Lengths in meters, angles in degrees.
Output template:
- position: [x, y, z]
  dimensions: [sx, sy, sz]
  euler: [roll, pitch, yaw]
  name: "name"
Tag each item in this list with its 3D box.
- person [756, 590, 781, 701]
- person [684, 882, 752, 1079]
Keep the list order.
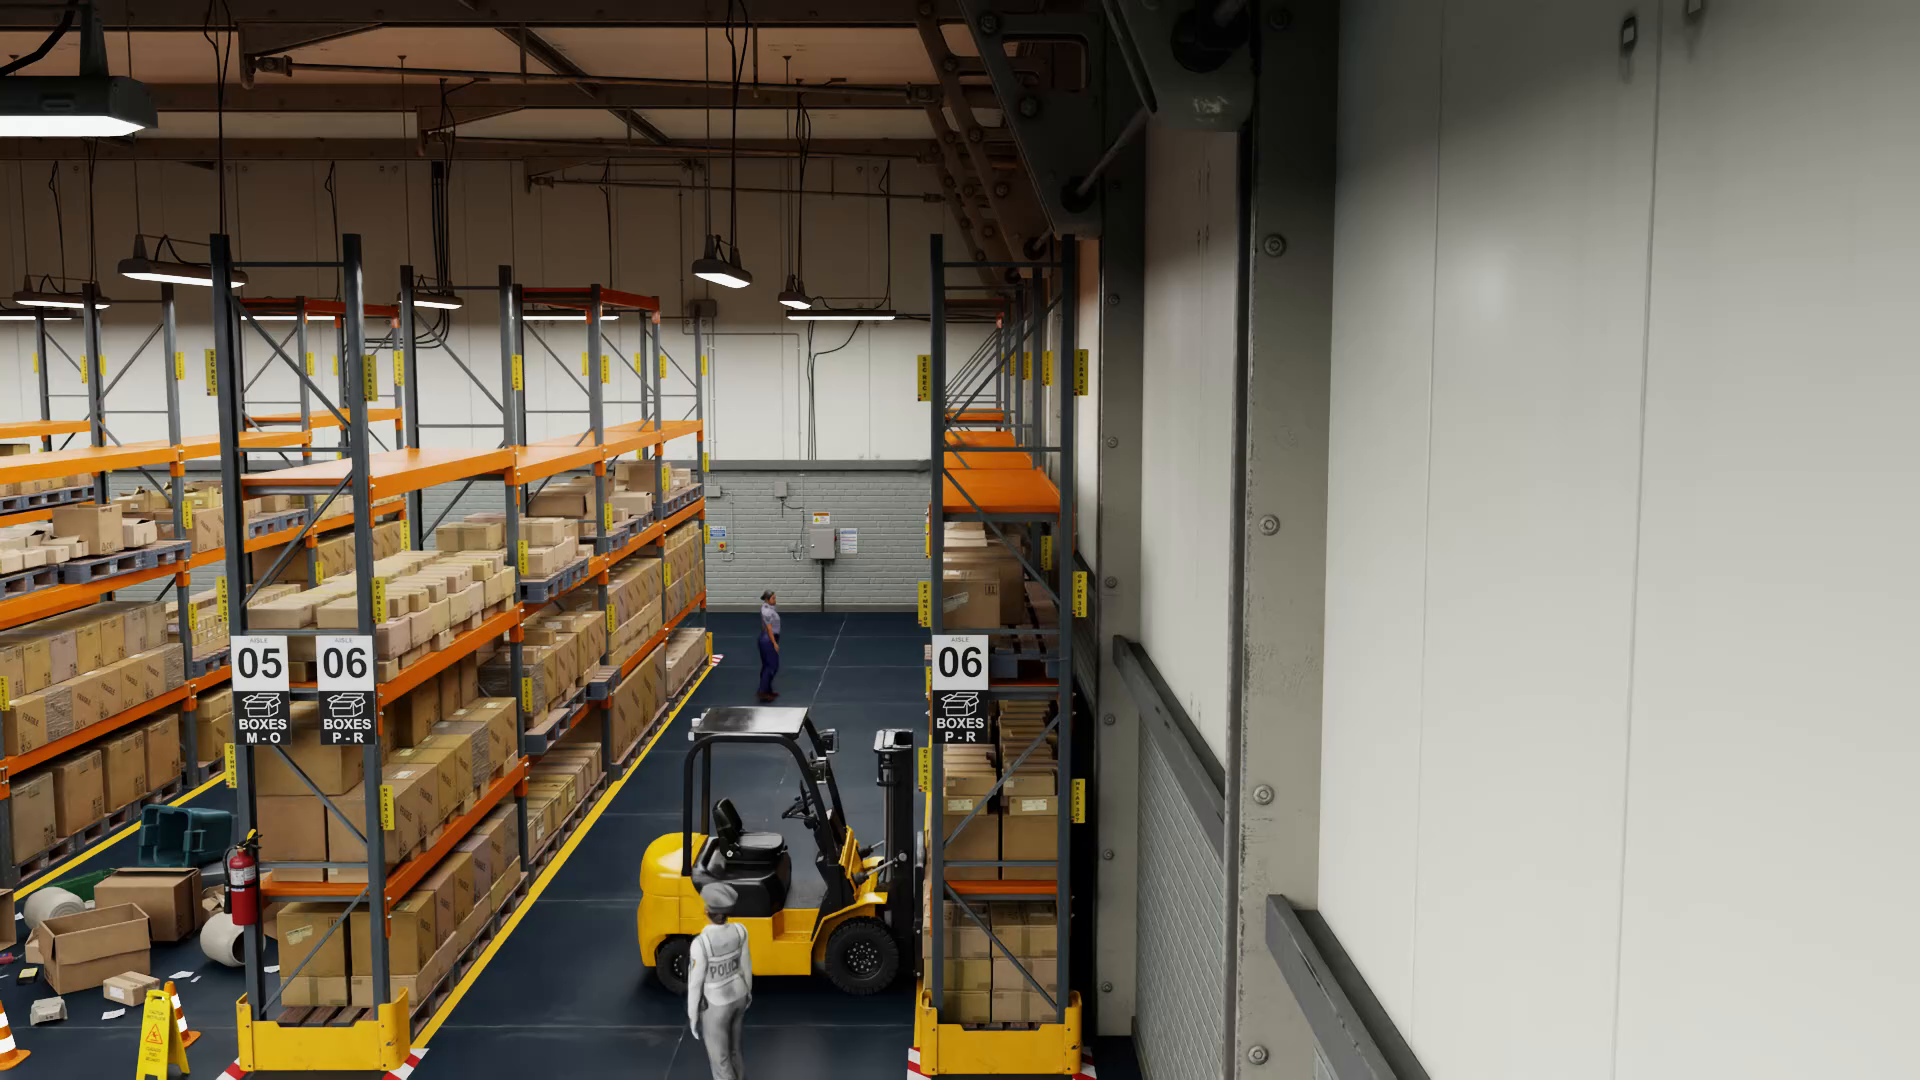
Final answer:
- position: [-2.895, 1.573, 25.082]
  dimensions: [0.388, 1.661, 0.523]
  euler: [-1, 6, -8]
  name: "person"
- position: [-1.597, 3.118, 11.118]
  dimensions: [0.398, 1.717, 0.586]
  euler: [3, 7, 27]
  name: "person"
